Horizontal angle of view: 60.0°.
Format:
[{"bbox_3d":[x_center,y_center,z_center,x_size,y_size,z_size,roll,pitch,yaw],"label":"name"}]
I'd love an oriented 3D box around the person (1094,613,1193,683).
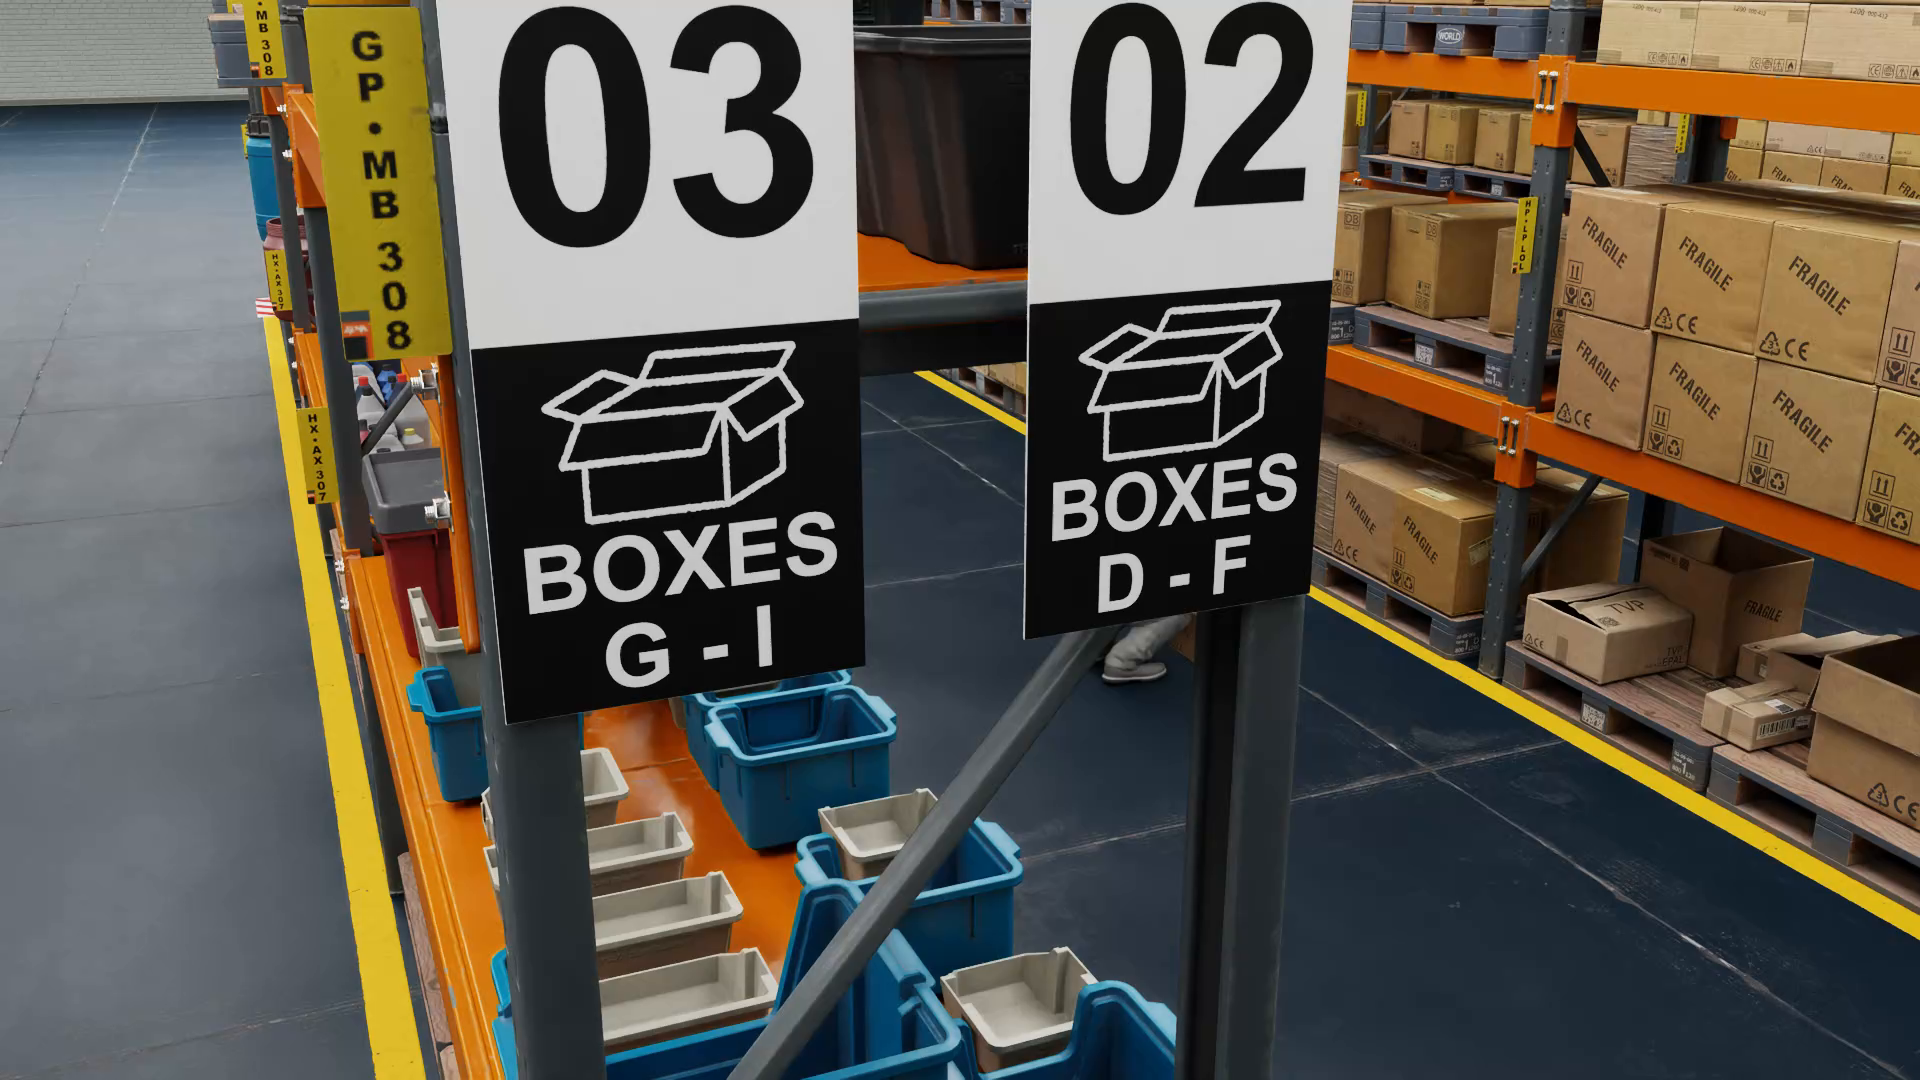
[{"bbox_3d":[0.886,0.139,7.892,0.952,0.958,0.567,-8,20,-22],"label":"person"}]
